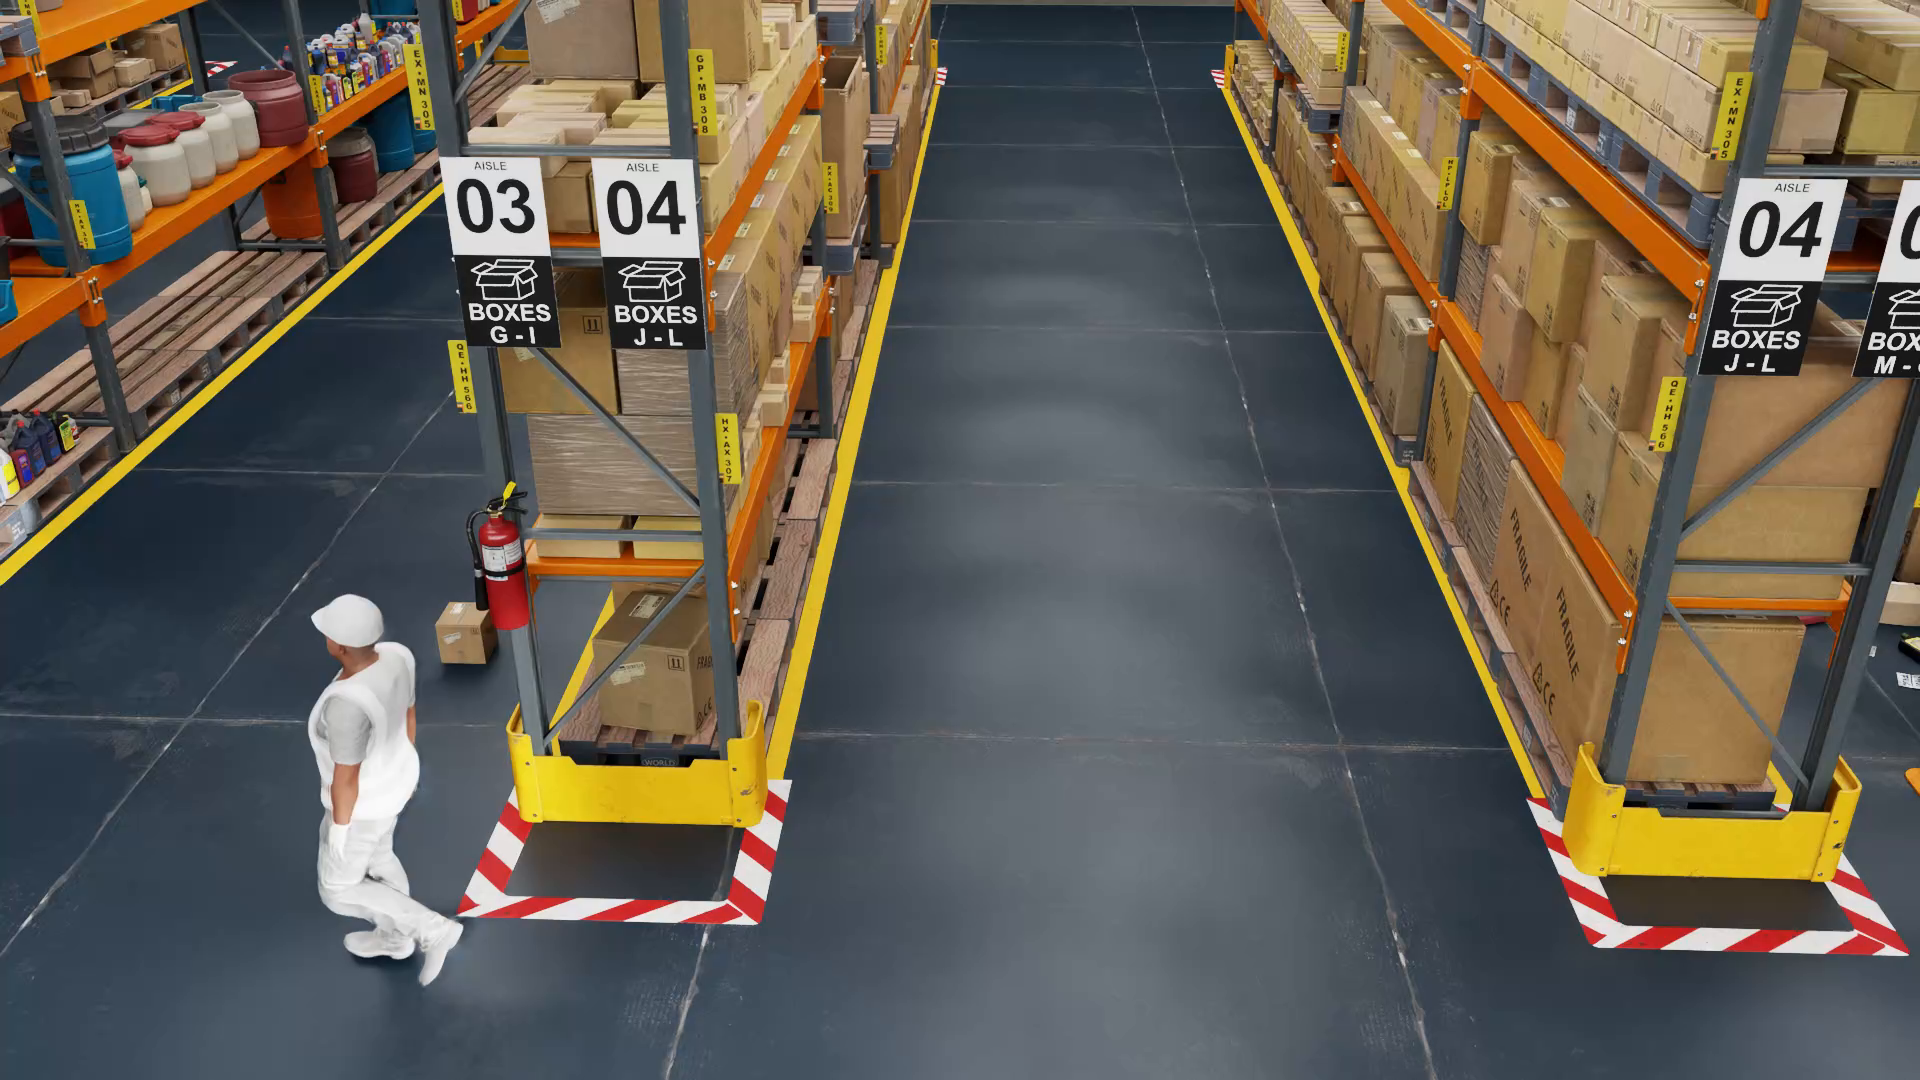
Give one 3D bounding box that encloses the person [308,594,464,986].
[{"bbox_3d":[-2.331,1.006,6.634,0.620,1.768,0.582,2,28,4],"label":"person"}]
